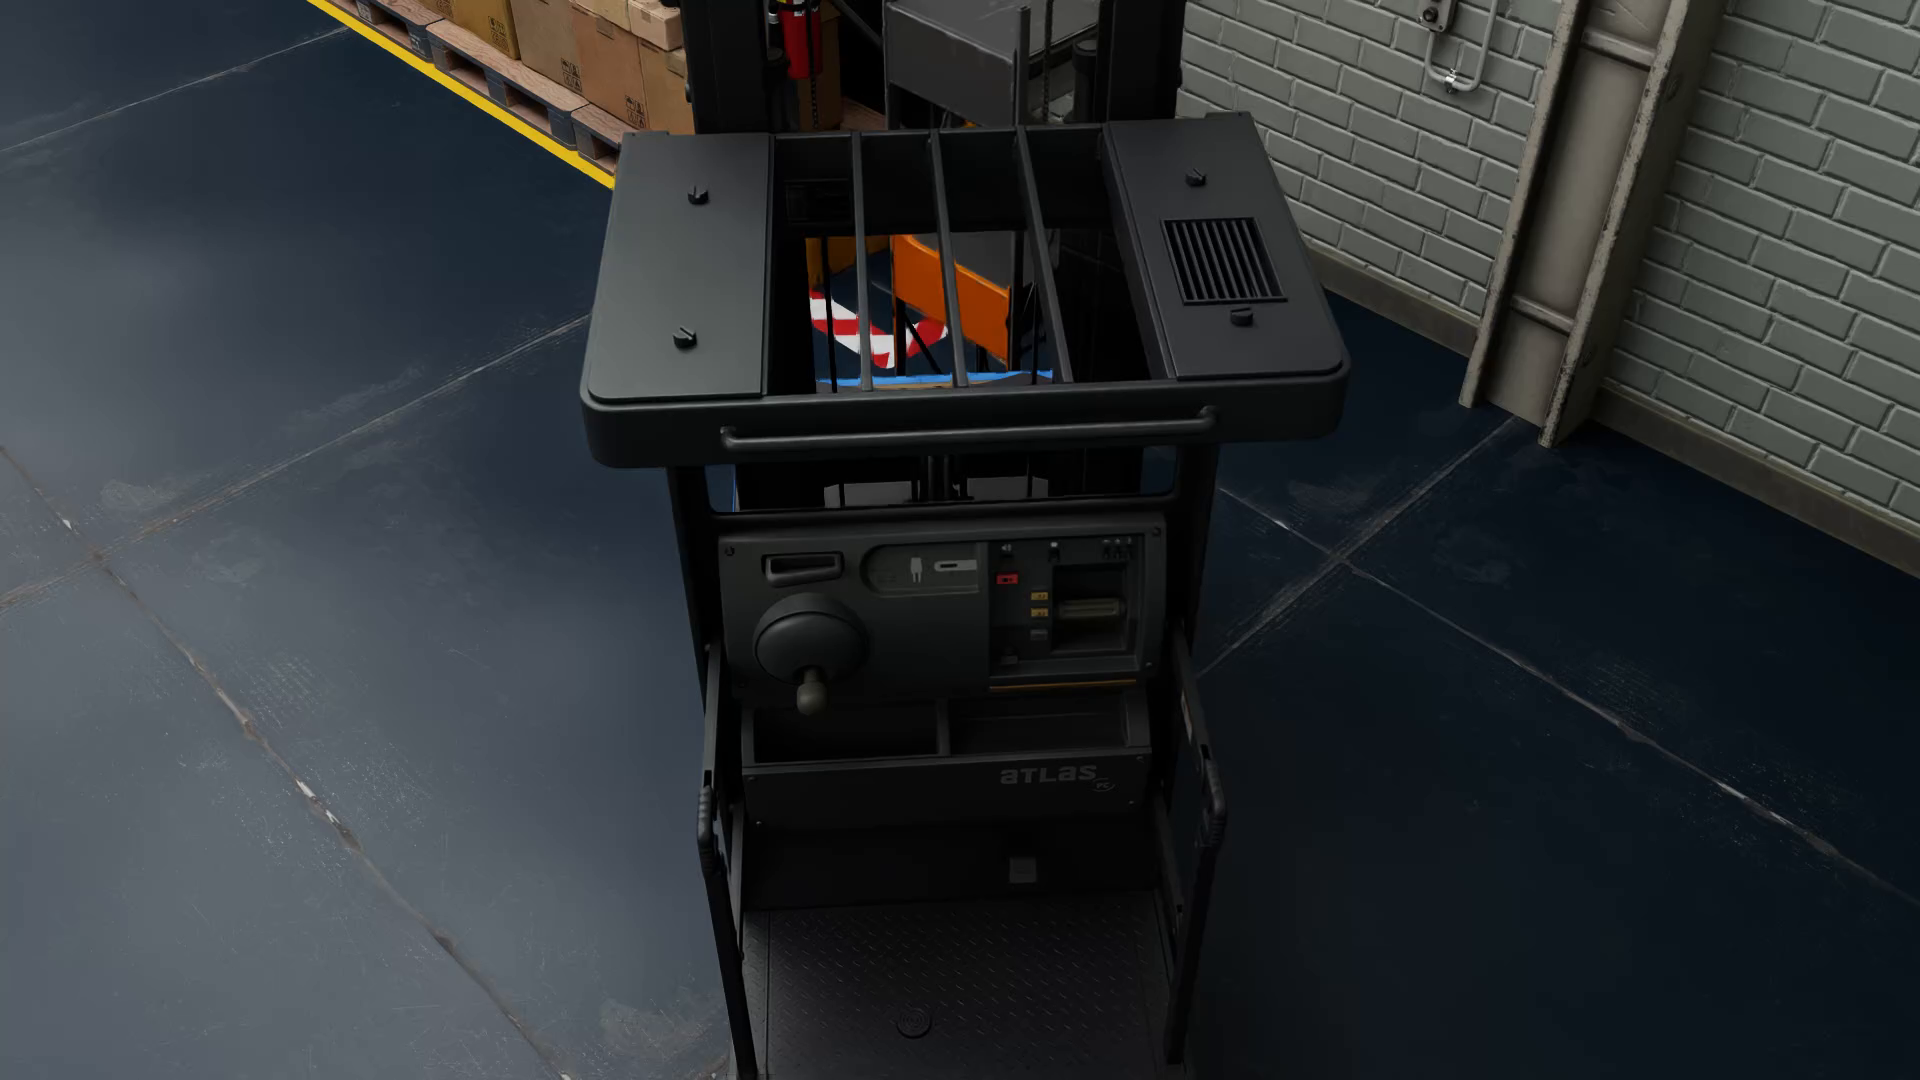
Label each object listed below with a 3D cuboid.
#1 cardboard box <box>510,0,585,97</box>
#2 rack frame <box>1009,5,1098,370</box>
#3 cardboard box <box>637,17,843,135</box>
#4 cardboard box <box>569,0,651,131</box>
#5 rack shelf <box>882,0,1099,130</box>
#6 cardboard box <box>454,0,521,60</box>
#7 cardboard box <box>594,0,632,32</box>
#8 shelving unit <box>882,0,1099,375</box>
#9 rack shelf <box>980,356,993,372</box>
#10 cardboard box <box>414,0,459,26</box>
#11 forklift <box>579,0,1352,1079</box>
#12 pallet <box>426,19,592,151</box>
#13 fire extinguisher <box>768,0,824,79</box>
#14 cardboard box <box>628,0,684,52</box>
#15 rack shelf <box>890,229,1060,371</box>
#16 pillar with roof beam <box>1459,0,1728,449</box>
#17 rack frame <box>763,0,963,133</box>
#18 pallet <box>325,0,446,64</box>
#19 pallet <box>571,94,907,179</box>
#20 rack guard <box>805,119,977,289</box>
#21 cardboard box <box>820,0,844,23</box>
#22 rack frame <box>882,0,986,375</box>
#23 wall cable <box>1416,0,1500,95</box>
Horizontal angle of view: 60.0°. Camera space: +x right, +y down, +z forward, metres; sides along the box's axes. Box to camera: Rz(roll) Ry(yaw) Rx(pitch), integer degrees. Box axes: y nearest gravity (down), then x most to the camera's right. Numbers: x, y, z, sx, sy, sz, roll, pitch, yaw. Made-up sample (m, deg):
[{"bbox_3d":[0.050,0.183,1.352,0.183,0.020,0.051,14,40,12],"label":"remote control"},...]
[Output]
[{"bbox_3d":[-1.654,-2.493,7.770,0.500,0.500,0.700,32,52,30],"label":"cardboard box"},{"bbox_3d":[0.285,-0.615,4.869,0.015,2.100,0.400,34,53,31],"label":"rack frame"},{"bbox_3d":[-0.945,-2.011,7.248,0.700,0.500,0.500,-34,53,-31],"label":"cardboard box"},{"bbox_3d":[-1.299,-2.251,7.508,0.500,0.500,0.700,34,53,31],"label":"cardboard box"},{"bbox_3d":[0.112,-1.236,4.530,0.480,0.518,0.431,34,53,31],"label":"rack shelf"},{"bbox_3d":[-2.036,-2.745,8.043,0.700,0.500,0.500,-33,52,-30],"label":"cardboard box"},{"bbox_3d":[-1.346,-2.346,7.133,0.380,0.149,0.250,-33,52,-30],"label":"cardboard box"},{"bbox_3d":[0.112,-0.732,4.995,0.503,2.100,0.431,34,53,31],"label":"shelving unit"},{"bbox_3d":[0.112,-0.208,5.480,0.480,0.518,0.431,34,53,31],"label":"rack shelf"},{"bbox_3d":[-2.397,-2.993,8.311,0.500,0.500,0.700,34,52,31],"label":"cardboard box"},{"bbox_3d":[-0.014,0.241,3.330,1.130,2.935,3.031,-3,43,-3],"label":"forklift"},{"bbox_3d":[-1.858,-2.395,8.186,1.003,0.211,1.213,-34,53,-31],"label":"pallet"},{"bbox_3d":[-0.600,-2.027,6.065,0.296,0.674,0.183,-34,53,-31],"label":"fire extinguisher"},{"bbox_3d":[-1.165,-2.223,7.000,0.250,0.149,0.380,34,52,31],"label":"cardboard box"},{"bbox_3d":[0.112,-0.722,5.005,0.480,0.518,0.431,34,53,31],"label":"rack shelf"},{"bbox_3d":[-0.909,-1.743,1.006,9.100,9.000,0.400,-34,53,-31],"label":"pillar with roof beam"},{"bbox_3d":[-0.380,-2.486,6.230,1.000,3.000,0.127,-34,53,-31],"label":"rack frame"},{"bbox_3d":[-2.723,-2.981,8.821,1.003,0.211,1.213,-34,53,-31],"label":"pallet"},{"bbox_3d":[-1.000,-1.809,7.552,1.003,0.211,1.213,-34,53,-31],"label":"pallet"},{"bbox_3d":[-0.363,-1.557,7.066,1.175,0.500,0.348,-34,53,-31],"label":"rack guard"},{"bbox_3d":[-0.716,-2.285,7.067,0.380,0.149,0.250,-34,52,-31],"label":"cardboard box"},{"bbox_3d":[-0.061,-0.849,5.122,0.015,2.100,0.400,34,53,31],"label":"rack frame"},{"bbox_3d":[1.194,-2.697,5.710,0.084,1.984,1.851,-34,53,-31],"label":"wall cable"}]
